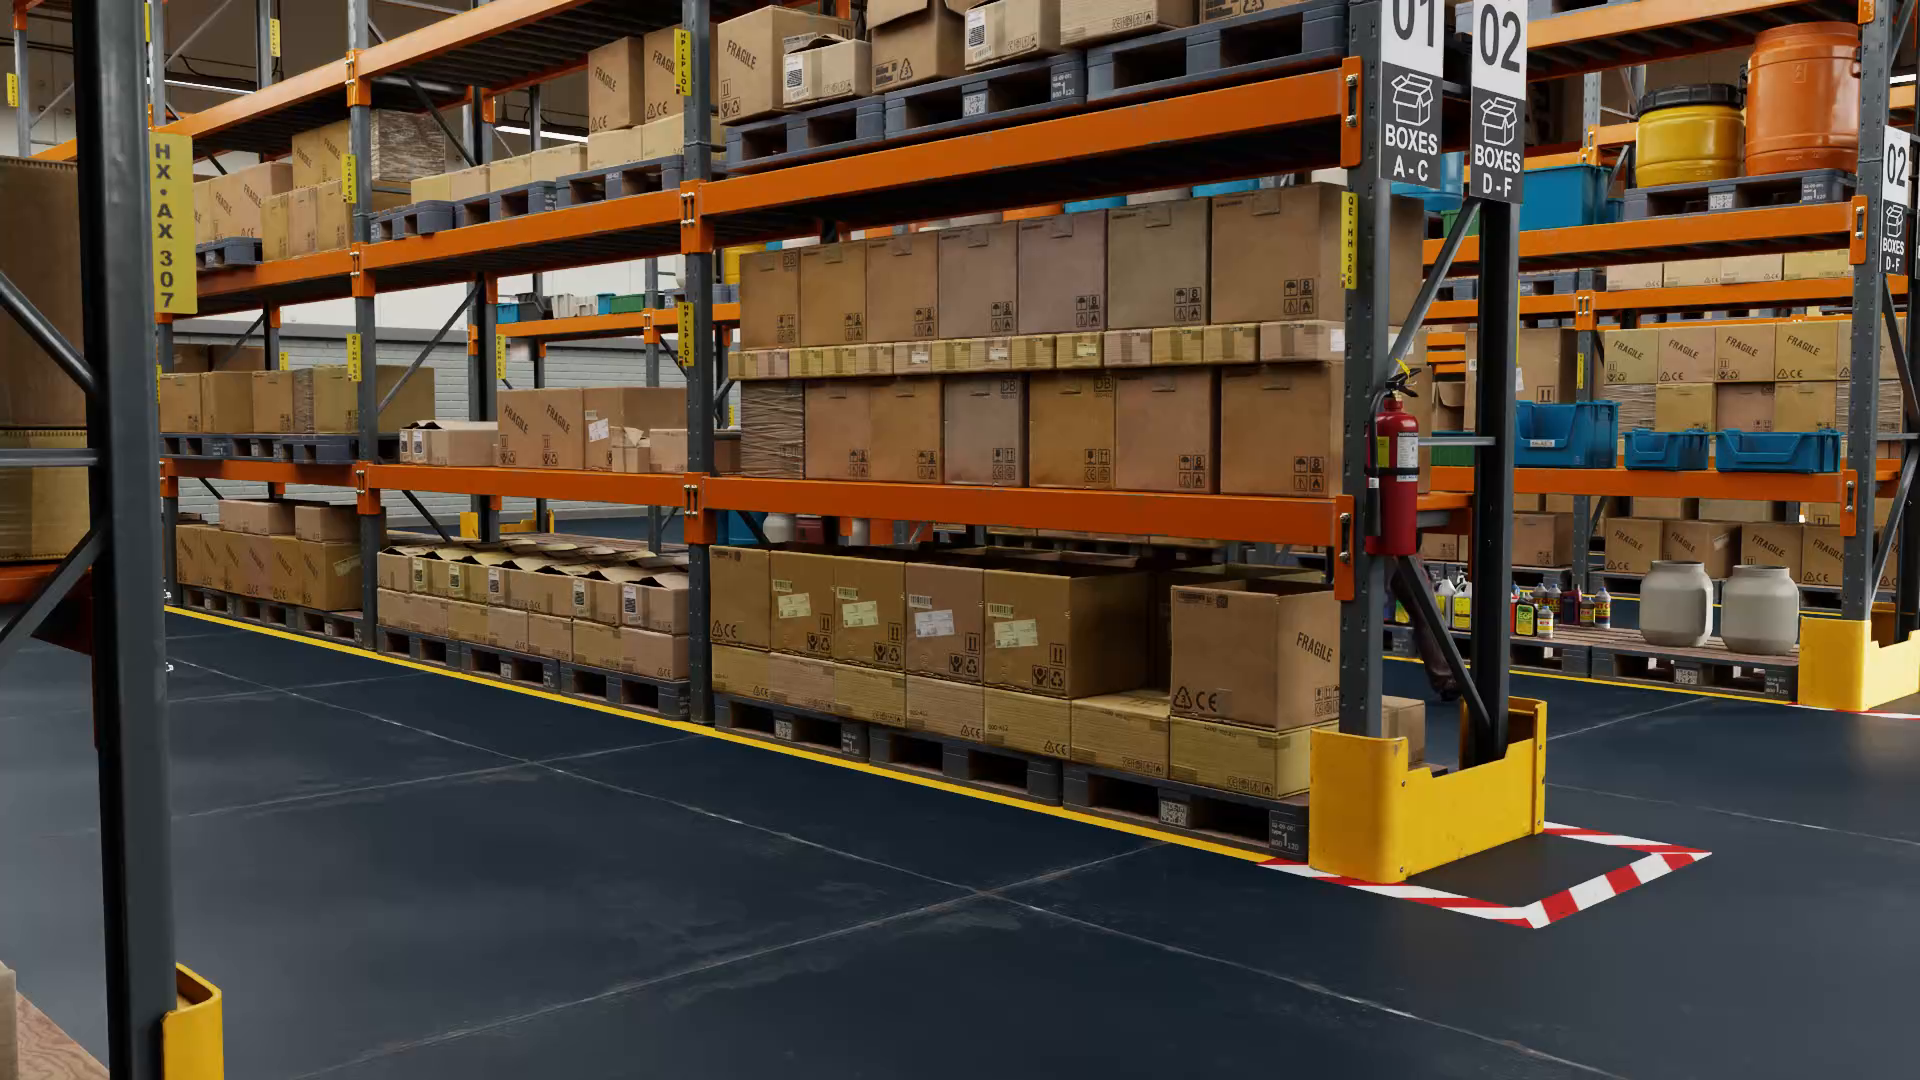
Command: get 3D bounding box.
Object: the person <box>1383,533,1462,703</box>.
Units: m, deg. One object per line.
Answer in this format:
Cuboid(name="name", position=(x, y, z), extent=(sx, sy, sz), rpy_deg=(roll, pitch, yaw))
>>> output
Cuboid(name="person", position=(2.453, 0.078, 9.327), extent=(1.056, 1.673, 0.558), rpy_deg=(3, 5, 33))
